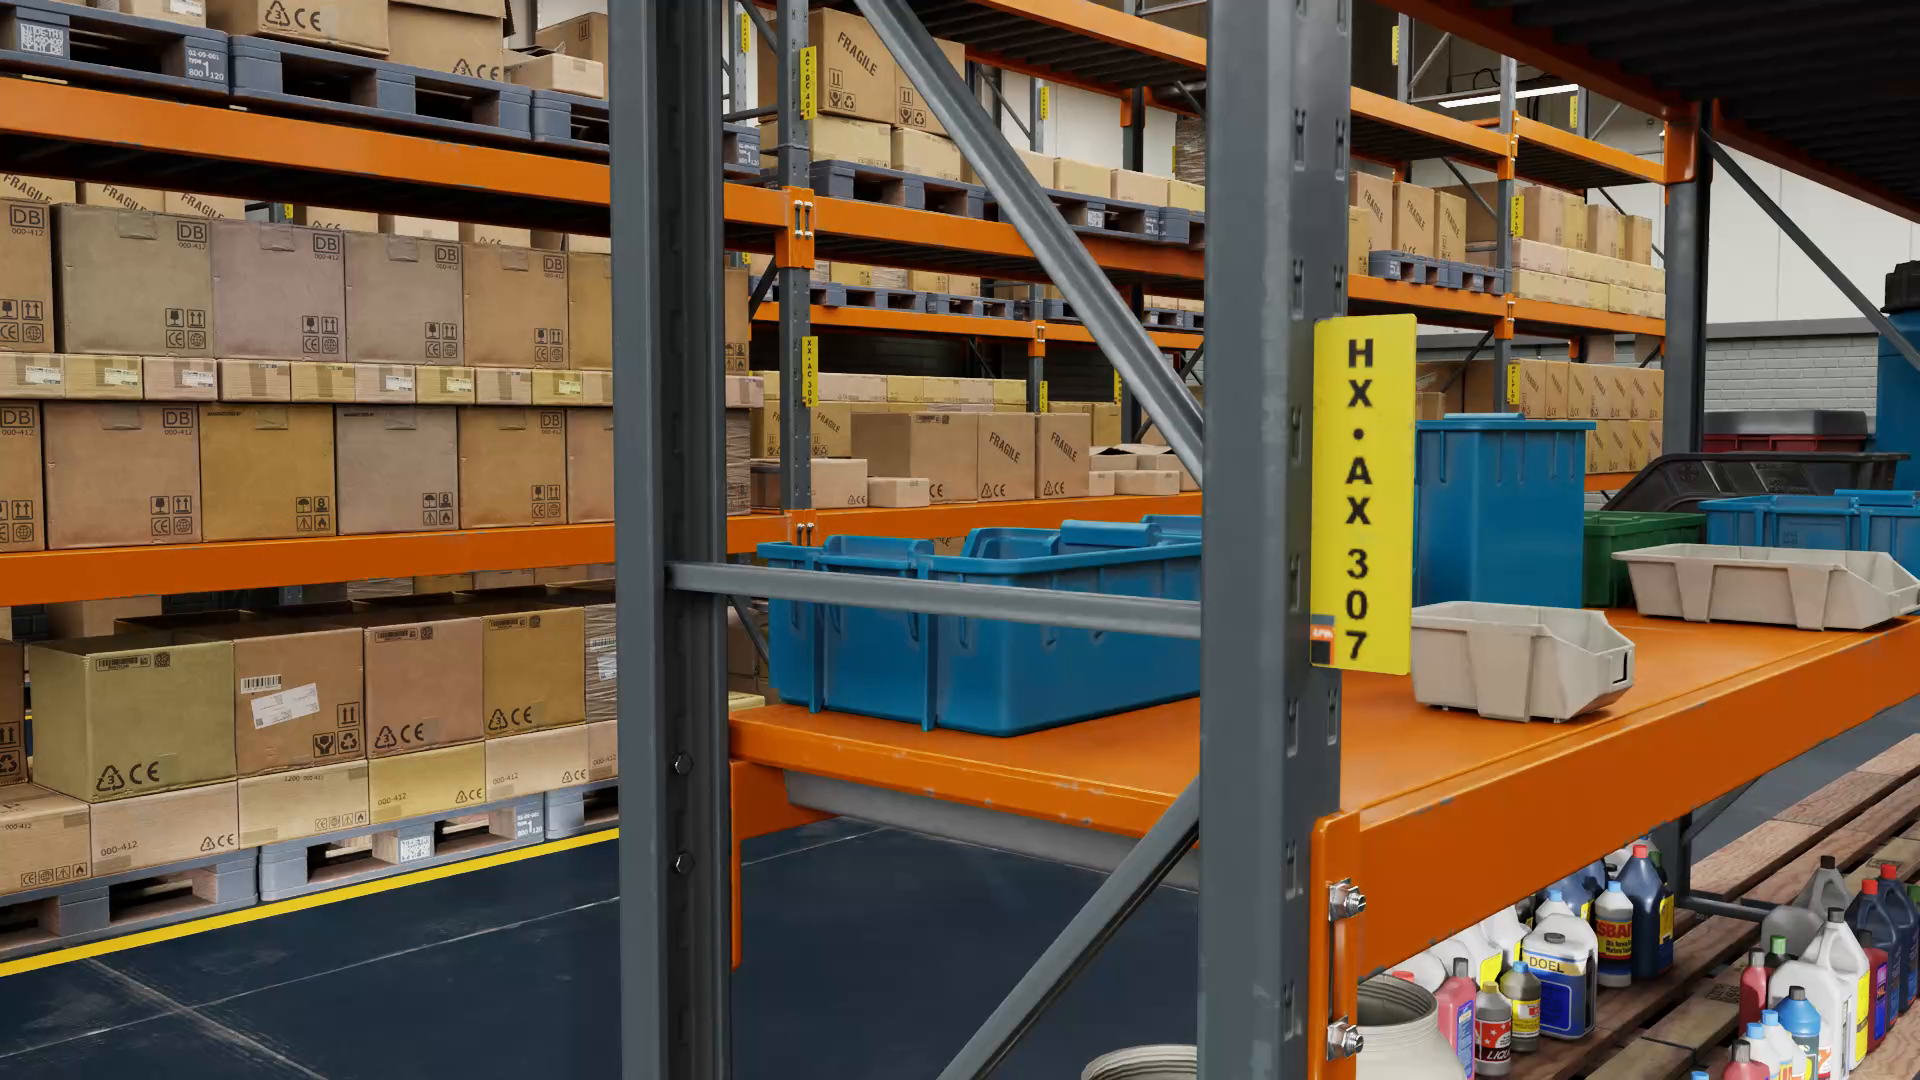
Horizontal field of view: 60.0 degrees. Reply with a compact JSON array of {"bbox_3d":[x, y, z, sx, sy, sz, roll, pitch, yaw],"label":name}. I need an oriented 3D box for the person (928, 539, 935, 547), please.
[{"bbox_3d":[-0.392,-0.032,14.235,0.468,1.590,0.376,3,5,39],"label":"person"}]
